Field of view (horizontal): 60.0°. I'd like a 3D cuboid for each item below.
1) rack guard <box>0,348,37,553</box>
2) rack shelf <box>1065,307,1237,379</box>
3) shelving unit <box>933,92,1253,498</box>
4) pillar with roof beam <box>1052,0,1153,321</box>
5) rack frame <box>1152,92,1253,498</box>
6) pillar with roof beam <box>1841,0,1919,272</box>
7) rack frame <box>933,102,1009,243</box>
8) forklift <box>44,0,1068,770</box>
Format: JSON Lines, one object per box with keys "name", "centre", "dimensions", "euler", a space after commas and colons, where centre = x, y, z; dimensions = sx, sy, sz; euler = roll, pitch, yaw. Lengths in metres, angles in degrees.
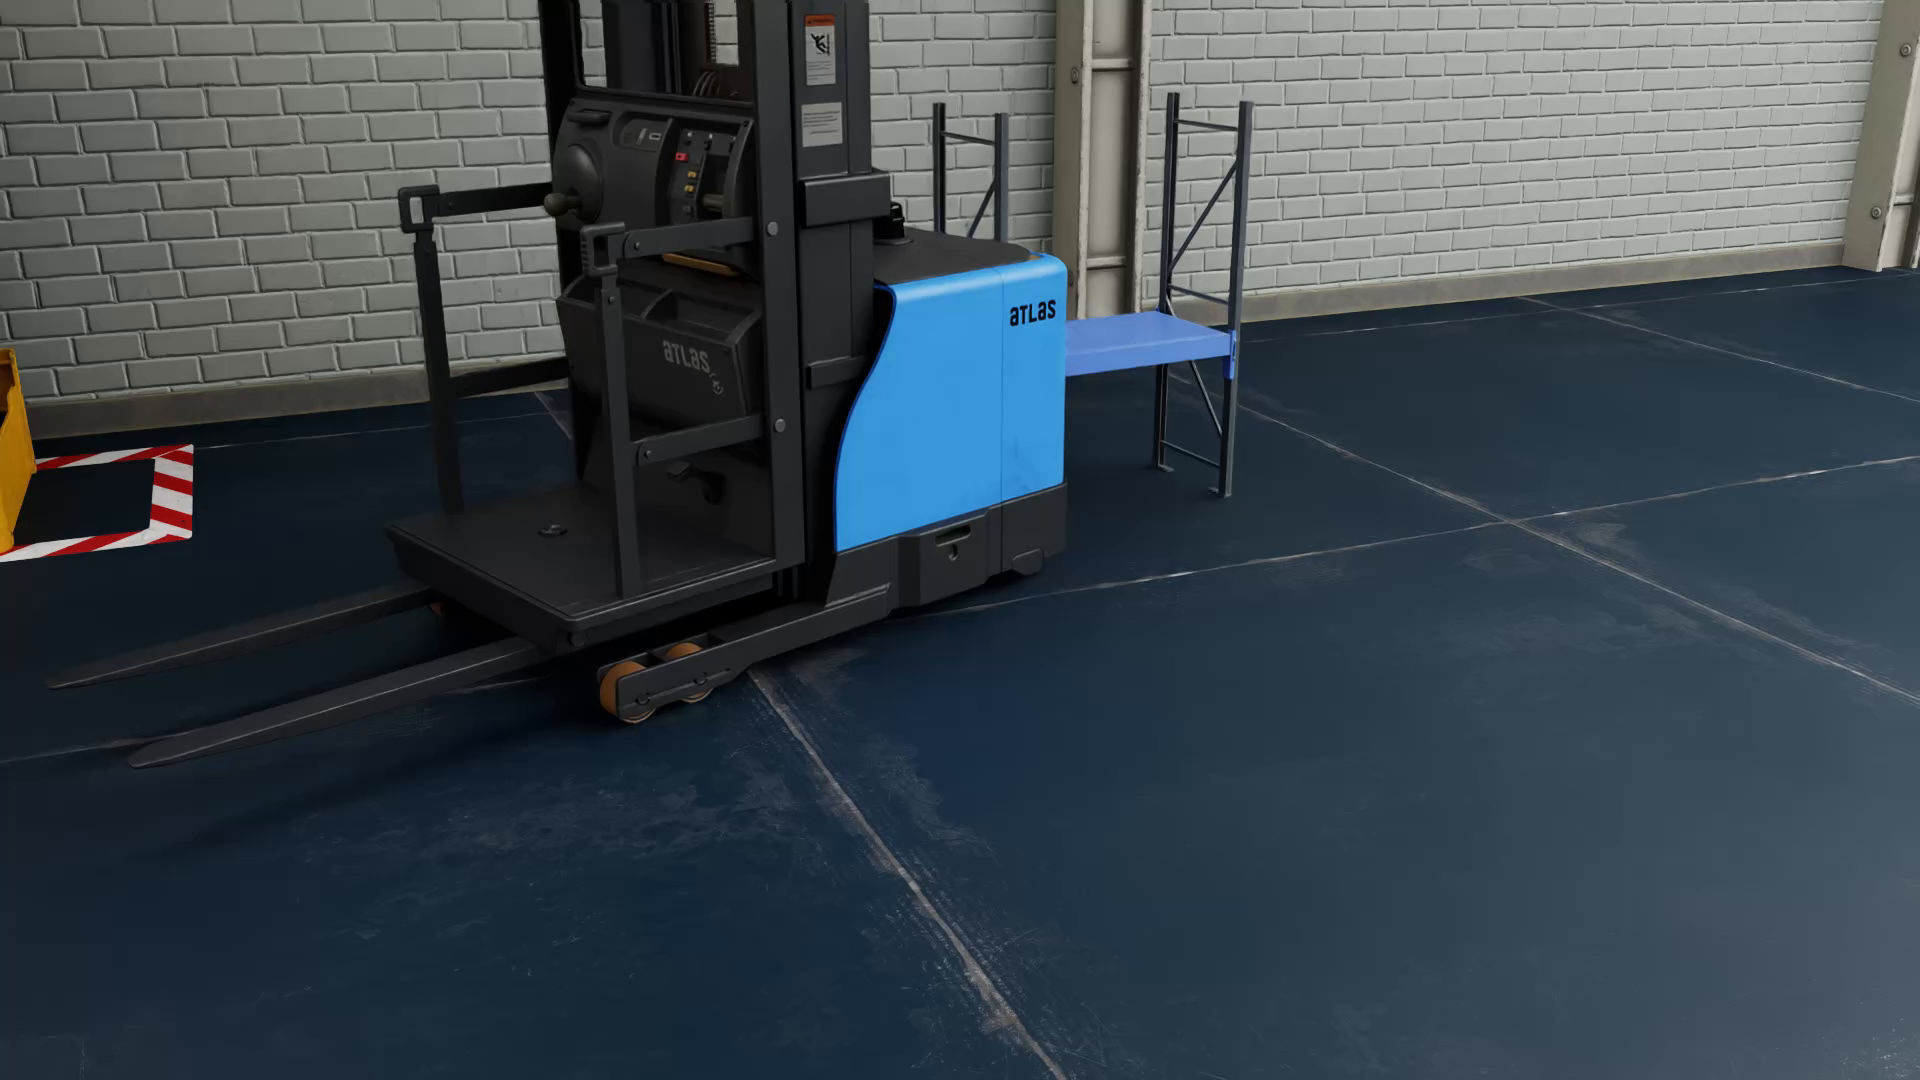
{"name": "rack guard", "centre": [-3.753, -0.345, 6.249], "dimensions": [0.348, 0.500, 1.175], "euler": [-8, 21, -22]}
{"name": "rack shelf", "centre": [0.481, -0.699, 6.289], "dimensions": [1.000, 0.185, 0.538], "euler": [-10, 22, -26]}
{"name": "shelving unit", "centre": [0.481, -0.868, 6.230], "dimensions": [1.048, 1.500, 0.538], "euler": [-10, 22, -26]}
{"name": "pillar with roof beam", "centre": [2.443, -4.010, 3.862], "dimensions": [0.400, 9.000, 9.100], "euler": [-8, 21, -22]}
{"name": "rack frame", "centre": [0.929, -0.948, 6.456], "dimensions": [0.032, 1.500, 0.500], "euler": [-10, 22, -26]}
{"name": "pillar with roof beam", "centre": [7.952, -4.800, 6.104], "dimensions": [0.400, 9.000, 9.100], "euler": [-8, 21, -22]}
{"name": "rack frame", "centre": [0.033, -0.789, 6.003], "dimensions": [0.032, 1.500, 0.500], "euler": [-10, 22, -26]}
{"name": "forklift", "centre": [-1.048, -1.071, 4.651], "dimensions": [3.031, 2.935, 1.130], "euler": [-18, 26, -41]}
